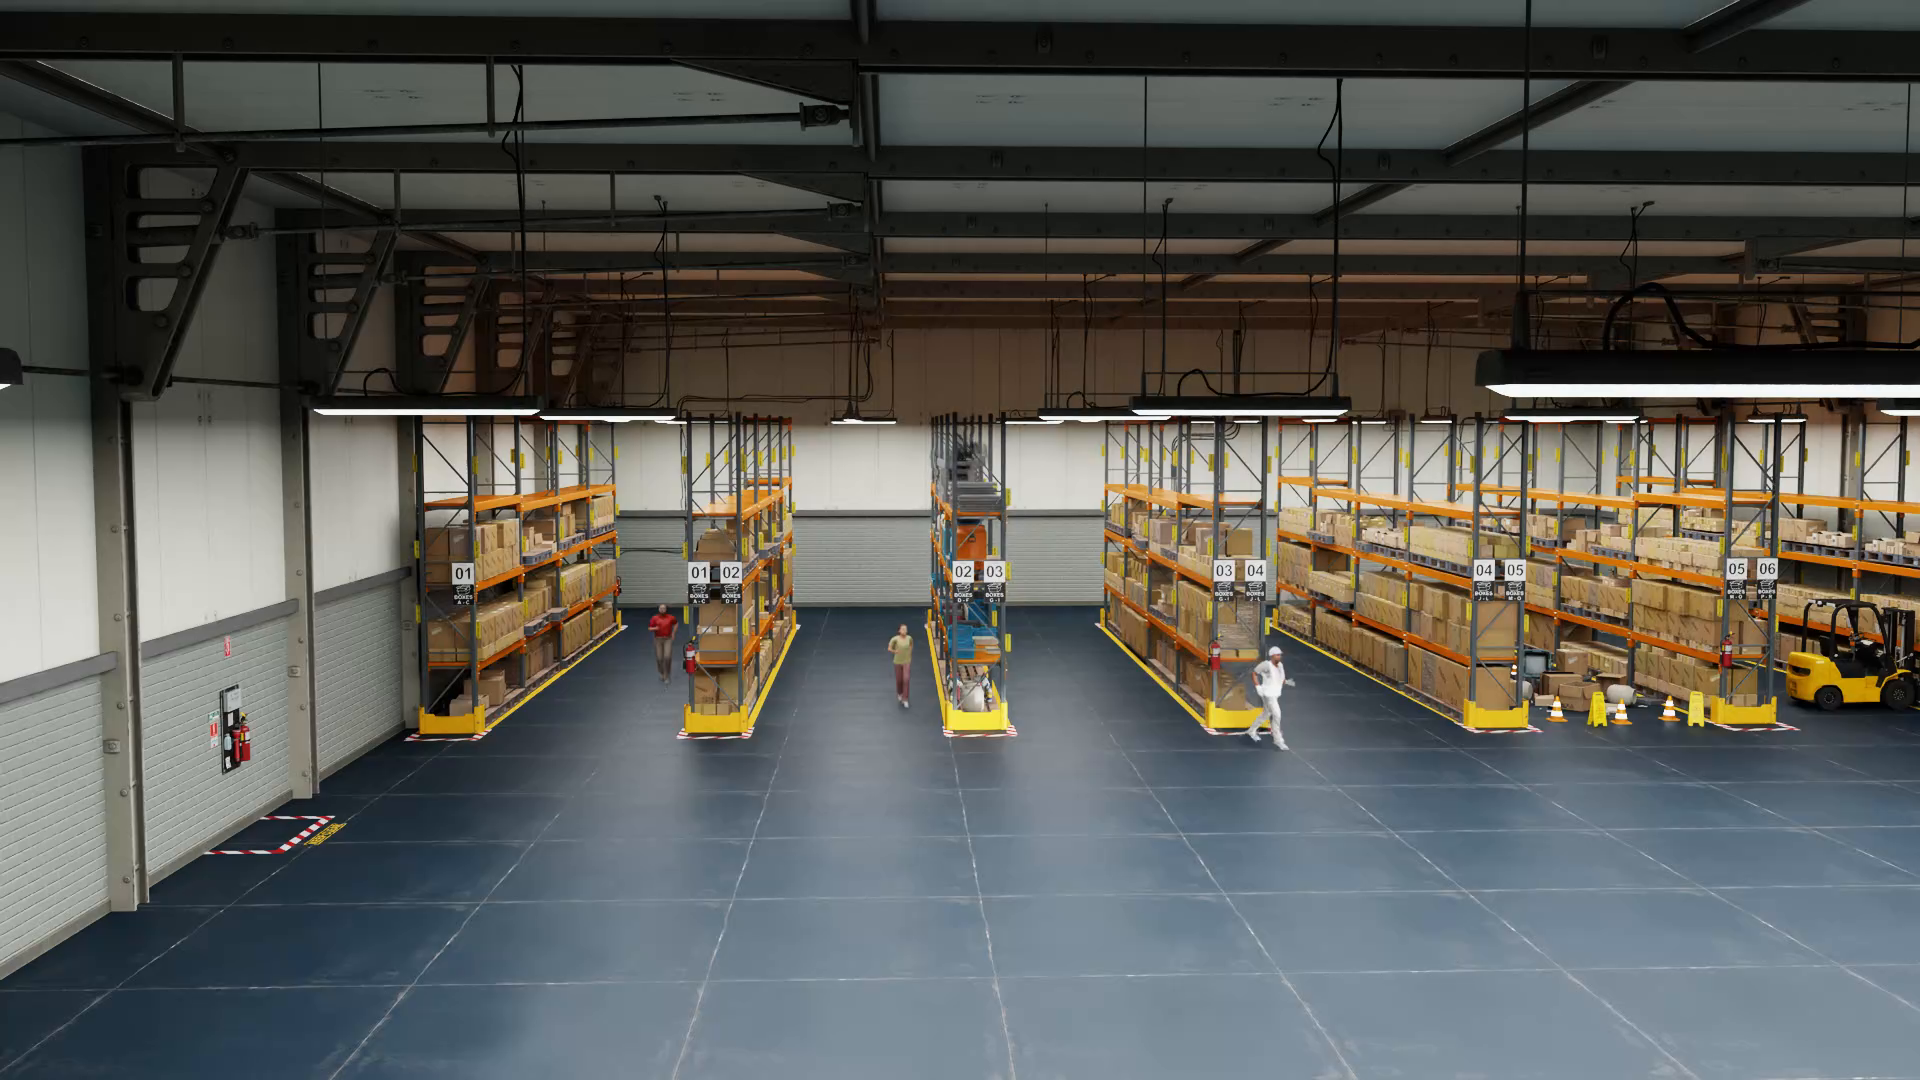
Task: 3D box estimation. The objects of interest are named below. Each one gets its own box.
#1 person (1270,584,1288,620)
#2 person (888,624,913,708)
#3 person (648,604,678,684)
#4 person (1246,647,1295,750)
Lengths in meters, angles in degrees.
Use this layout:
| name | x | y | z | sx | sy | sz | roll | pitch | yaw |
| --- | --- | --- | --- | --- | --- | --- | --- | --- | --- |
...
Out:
| name | x | y | z | sx | sy | sz | roll | pitch | yaw |
| --- | --- | --- | --- | --- | --- | --- | --- | --- | --- |
| person | 9.520 | 1.527 | 48.969 | 0.894 | 1.764 | 0.751 | 2 | 4 | 22 |
| person | -1.215 | 2.555 | 34.232 | 0.560 | 1.690 | 0.898 | -1 | 4 | -11 |
| person | -6.660 | 2.323 | 37.285 | 0.642 | 1.787 | 0.763 | 0 | 4 | -5 |
| person | 5.543 | 2.810 | 29.835 | 0.929 | 1.823 | 0.614 | 3 | 5 | 38 |
